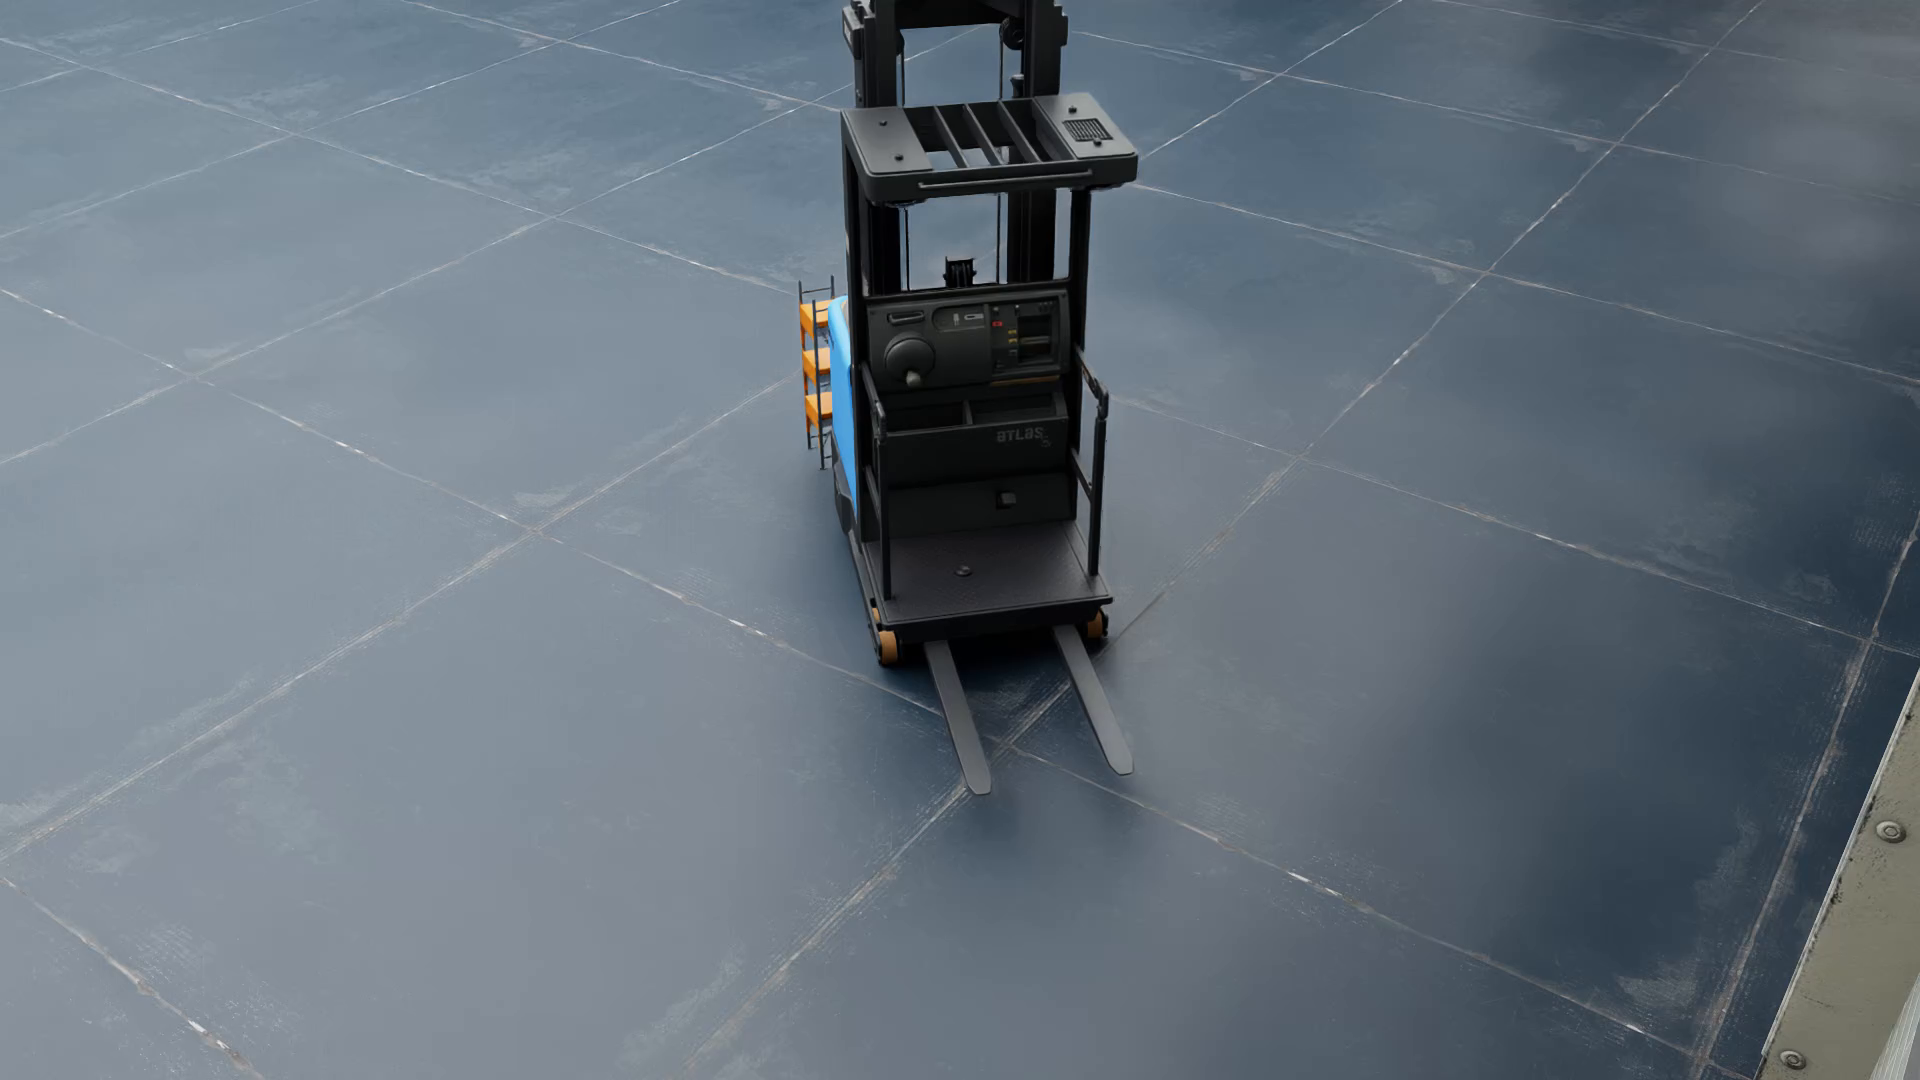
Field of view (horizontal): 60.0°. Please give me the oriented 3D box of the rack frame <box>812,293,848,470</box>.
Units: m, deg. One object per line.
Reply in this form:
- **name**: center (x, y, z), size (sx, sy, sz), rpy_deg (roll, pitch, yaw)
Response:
- **rack frame**: center (-0.686, -0.851, 9.072), size (0.200, 1.050, 0.008), rpy_deg (-13, 36, -18)

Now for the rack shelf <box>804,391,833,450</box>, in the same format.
- **rack shelf**: center (-0.731, -0.676, 9.327), size (0.215, 0.259, 0.240), rpy_deg (-13, 36, -18)

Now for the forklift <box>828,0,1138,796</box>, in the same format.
- **forklift**: center (0.090, -0.852, 7.394), size (1.130, 2.935, 3.031), rpy_deg (-7, 35, -10)

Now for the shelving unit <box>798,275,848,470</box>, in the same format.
- **shelving unit**: center (-0.731, -0.915, 9.165), size (0.215, 1.050, 0.252), rpy_deg (-13, 36, -18)

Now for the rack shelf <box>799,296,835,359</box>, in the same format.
- **rack shelf**: center (-0.731, -1.141, 9.012), size (0.215, 0.259, 0.240), rpy_deg (-13, 36, -18)

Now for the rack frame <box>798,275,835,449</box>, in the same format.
- **rack frame**: center (-0.777, -0.978, 9.259), size (0.200, 1.050, 0.008), rpy_deg (-13, 36, -18)

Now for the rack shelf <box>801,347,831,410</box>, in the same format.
- **rack shelf**: center (-0.731, -0.906, 9.171), size (0.215, 0.259, 0.240), rpy_deg (-13, 36, -18)

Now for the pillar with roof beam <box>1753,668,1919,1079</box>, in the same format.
- **pillar with roof beam**: center (-0.599, -3.131, 5.346), size (9.100, 9.000, 0.400), rpy_deg (21, 39, 28)
